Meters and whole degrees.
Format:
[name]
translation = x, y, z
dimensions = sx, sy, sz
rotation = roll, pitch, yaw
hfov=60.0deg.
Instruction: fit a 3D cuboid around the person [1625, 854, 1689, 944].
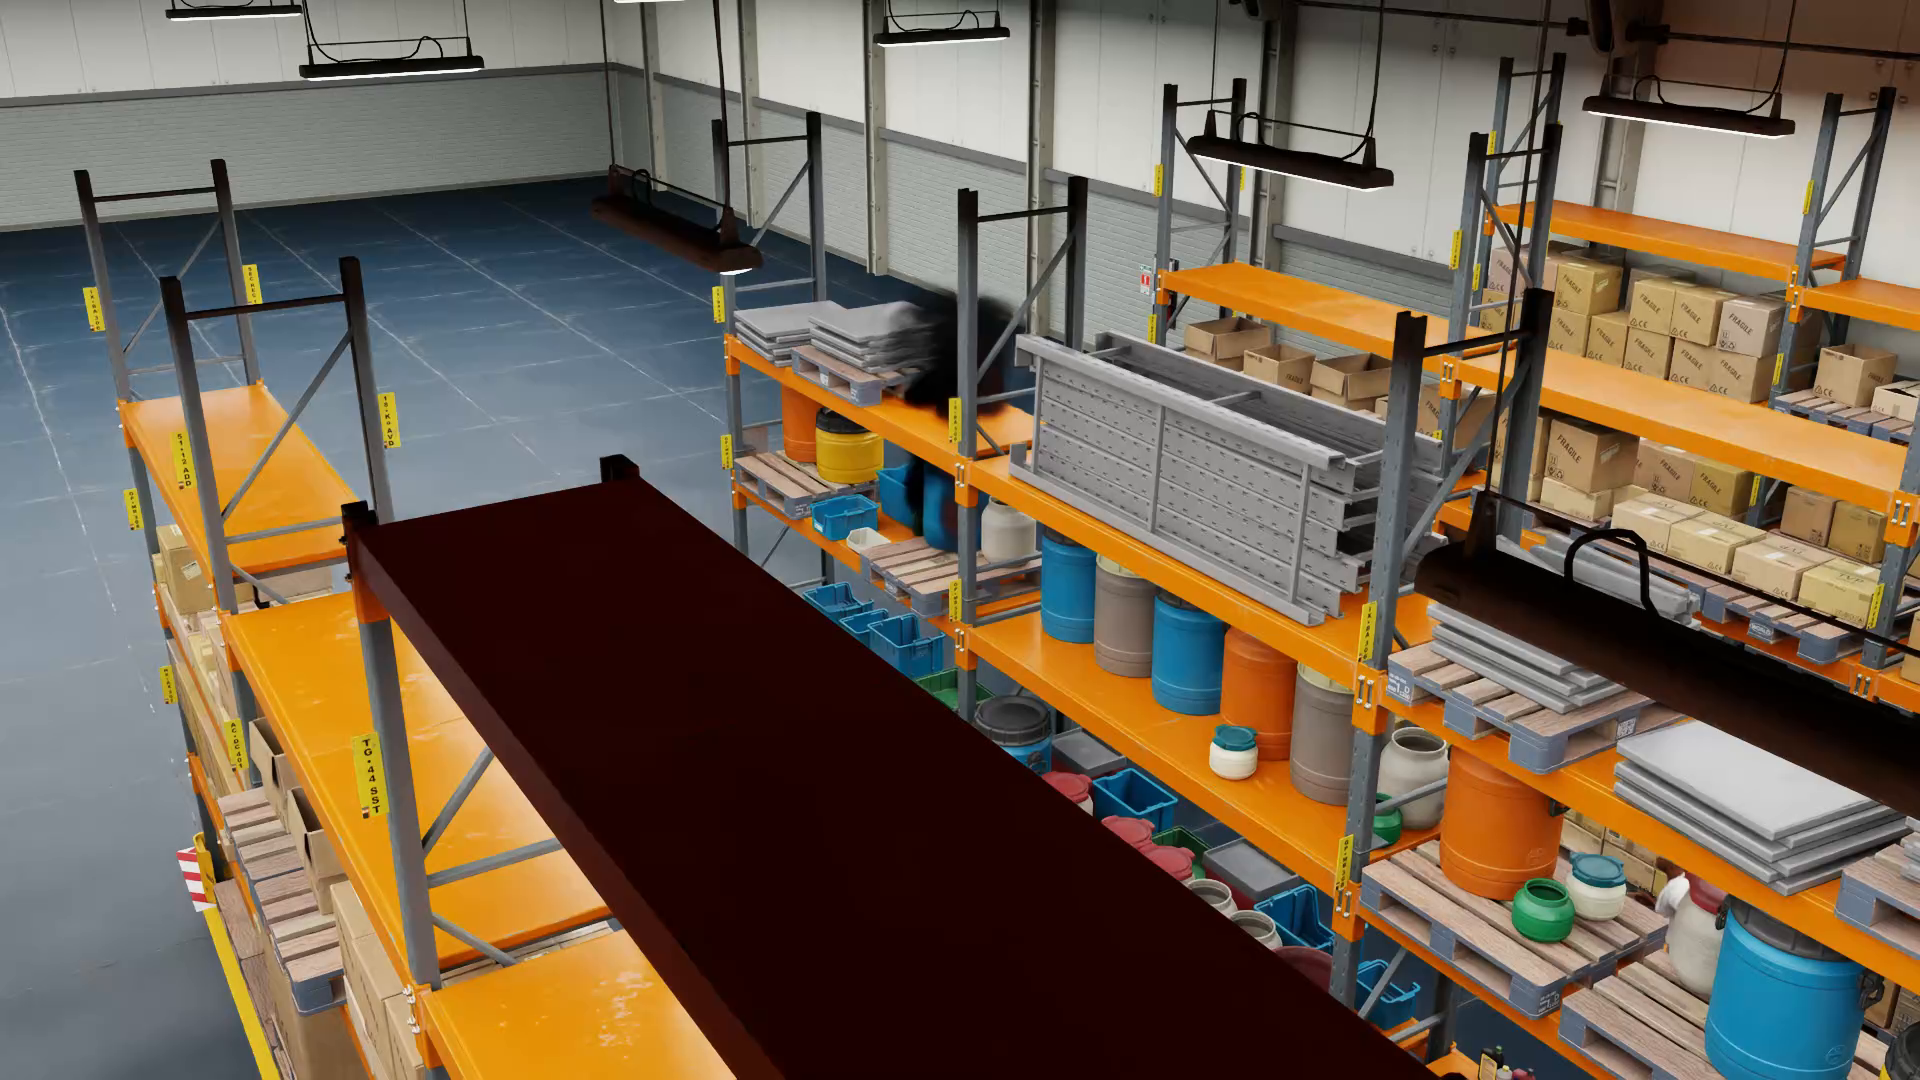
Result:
[person]
translation = 5.125, 2.920, 11.863
dimensions = 0.902, 1.653, 0.724
rotation = 18, 28, 37
